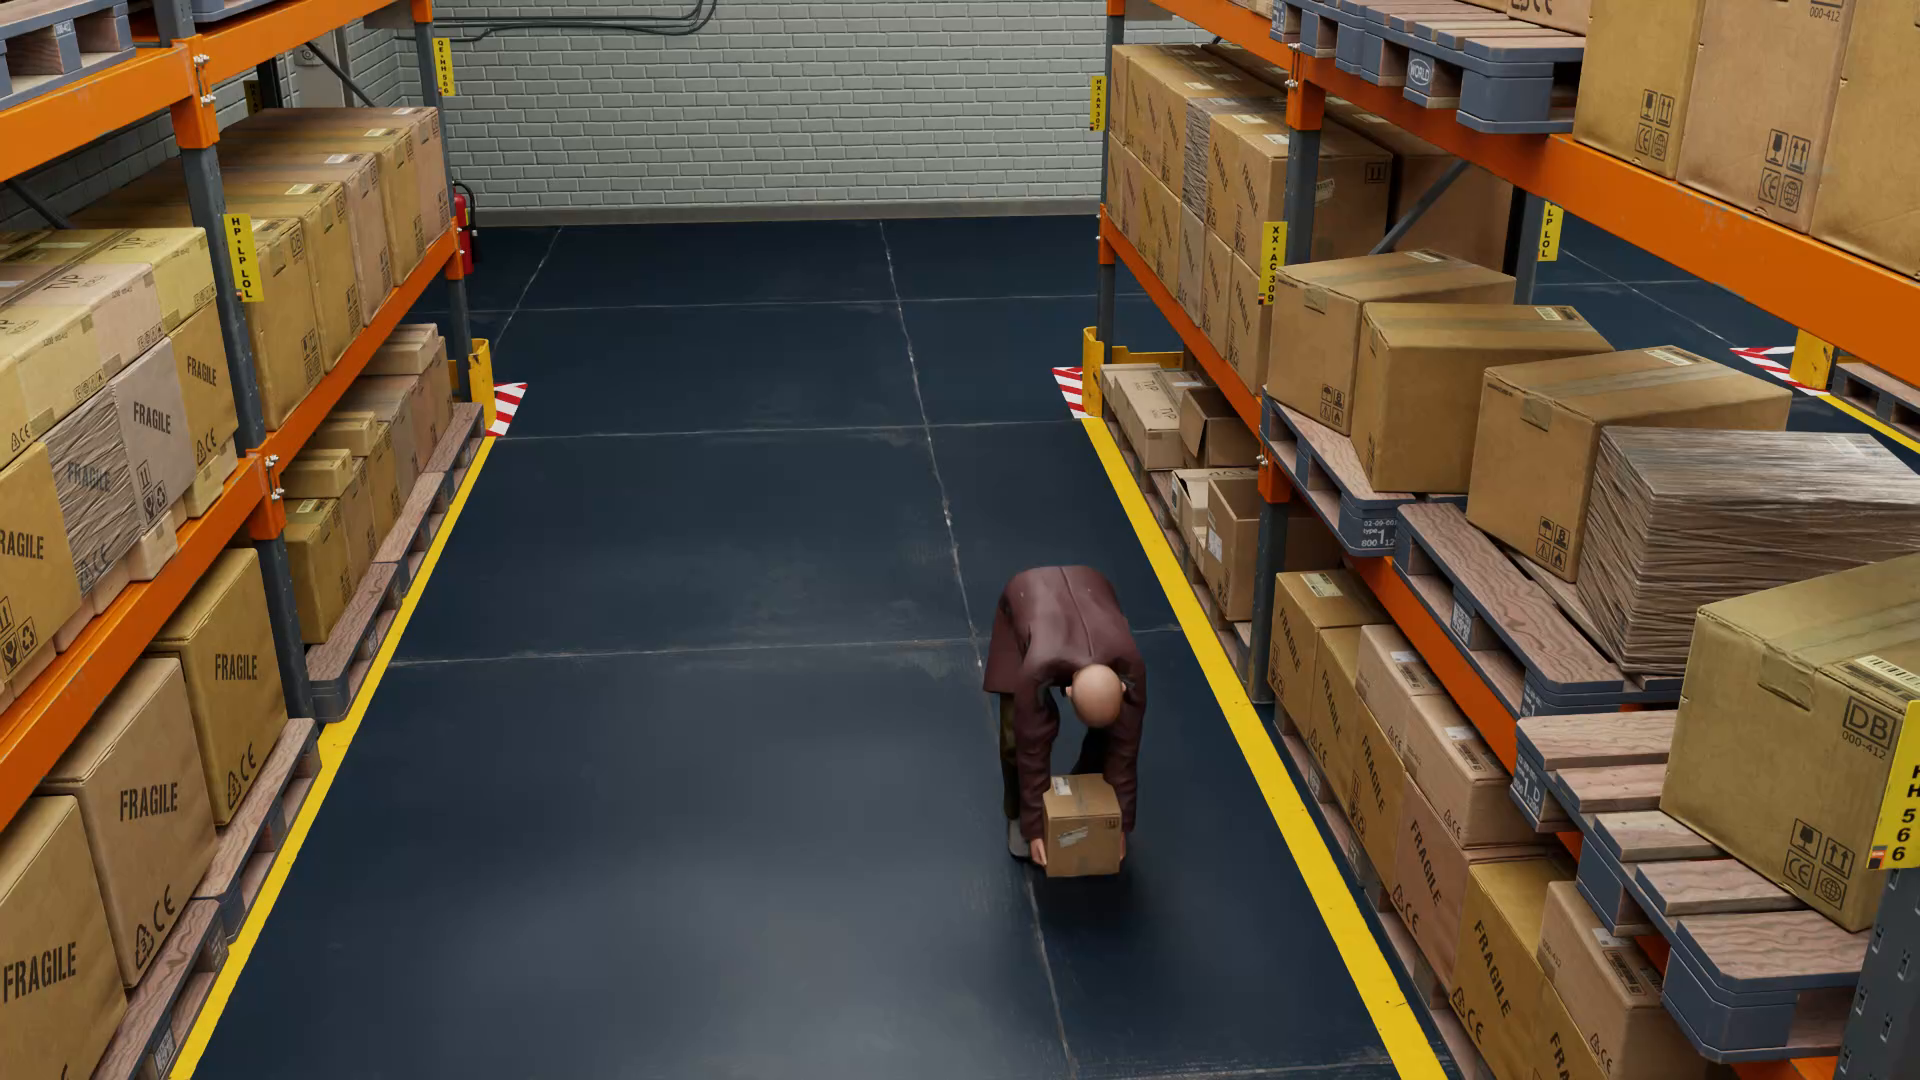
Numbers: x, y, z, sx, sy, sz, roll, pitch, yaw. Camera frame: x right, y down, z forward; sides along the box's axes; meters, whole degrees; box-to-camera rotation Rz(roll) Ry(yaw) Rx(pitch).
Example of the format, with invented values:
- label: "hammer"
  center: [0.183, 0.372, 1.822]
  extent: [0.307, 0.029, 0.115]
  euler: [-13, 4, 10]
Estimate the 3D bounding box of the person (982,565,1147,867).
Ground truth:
- label: "person"
  center: [0.391, 0.685, 5.886]
  extent: [0.577, 1.101, 0.951]
  euler: [-3, 24, -7]
